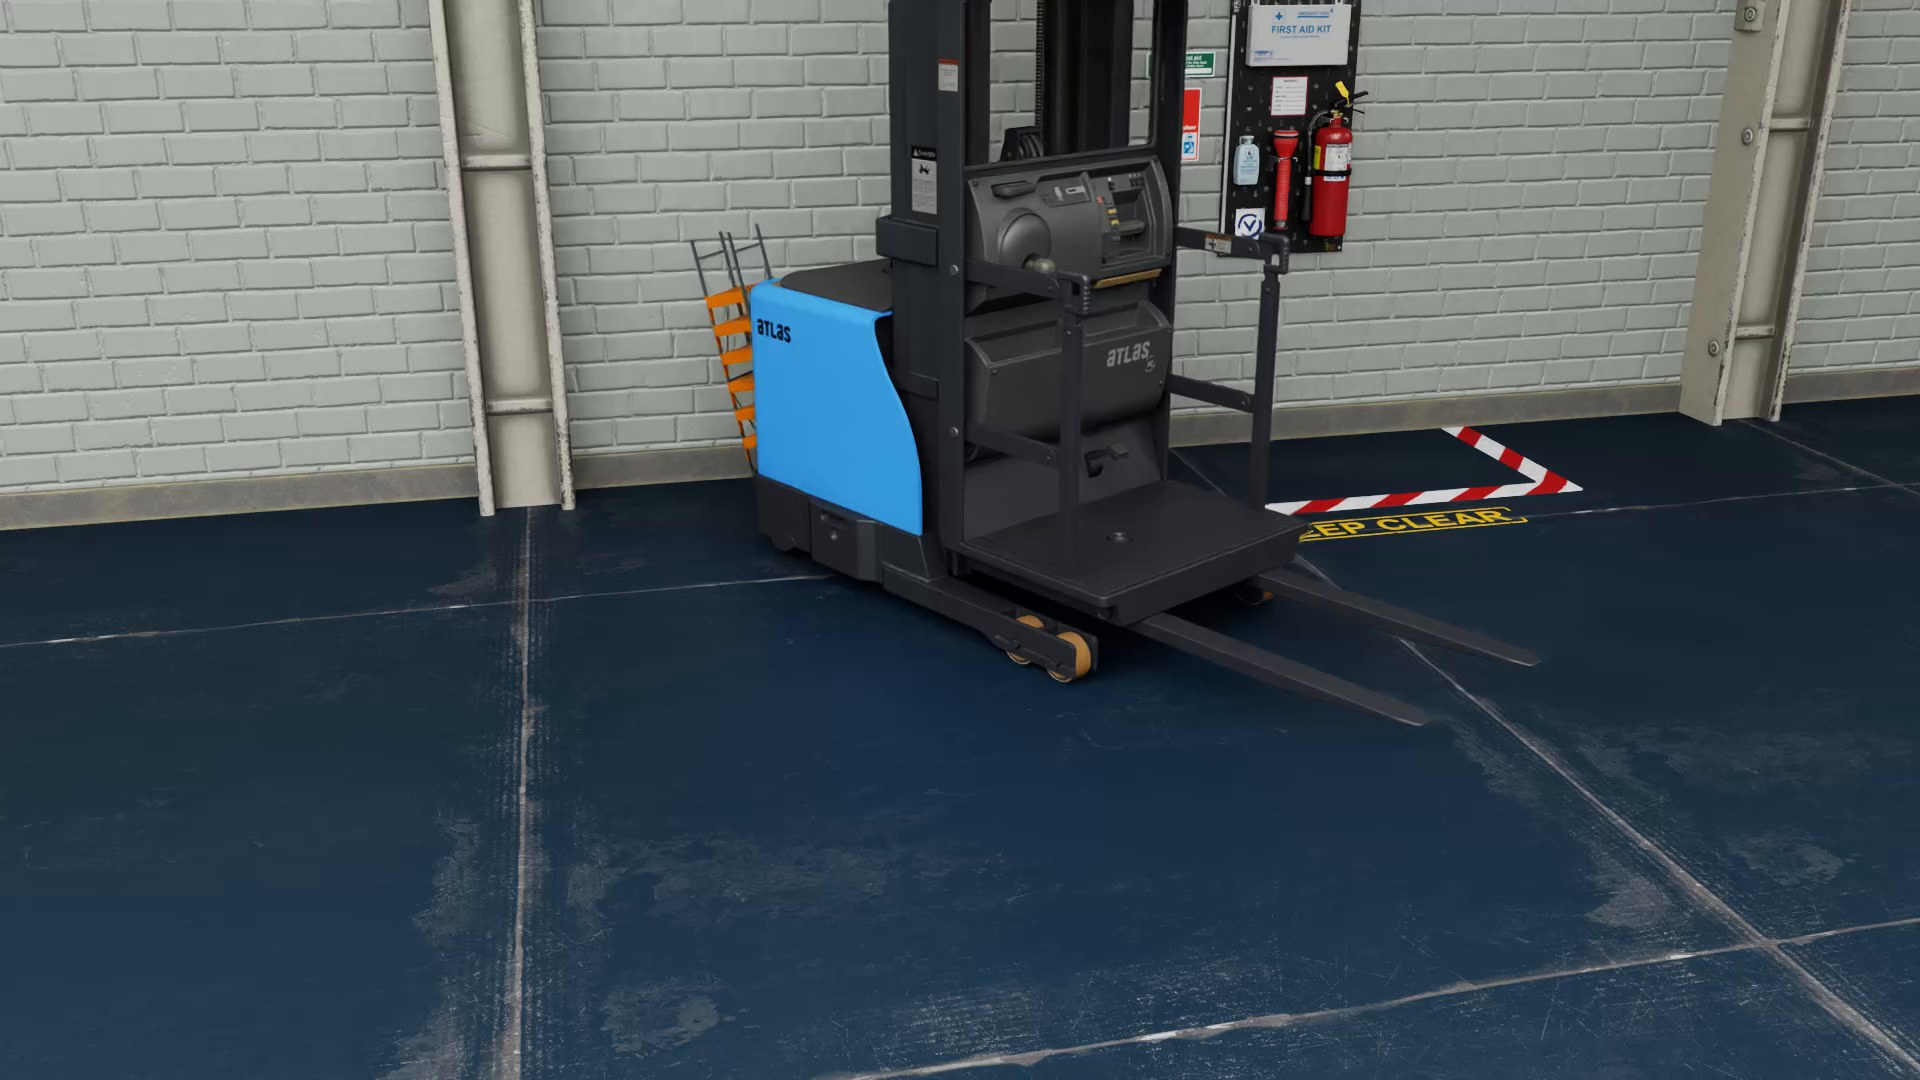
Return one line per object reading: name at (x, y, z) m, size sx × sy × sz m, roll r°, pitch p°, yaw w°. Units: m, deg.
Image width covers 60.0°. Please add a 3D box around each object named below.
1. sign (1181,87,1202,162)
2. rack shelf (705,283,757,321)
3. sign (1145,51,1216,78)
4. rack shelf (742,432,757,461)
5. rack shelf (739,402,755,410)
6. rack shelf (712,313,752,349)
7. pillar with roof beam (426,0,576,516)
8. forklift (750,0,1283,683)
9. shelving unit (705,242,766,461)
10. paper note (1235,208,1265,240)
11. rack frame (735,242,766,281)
sign at (10.192, -0.621, 4.008) m, size 16.451 × 0.391 × 11.513 m, roll -5°, pitch 21°, yaw -12°
rack shelf at (-0.903, -0.994, 6.878) m, size 0.180 × 0.103 × 0.258 m, roll -6°, pitch 16°, yaw 27°
sign at (0.984, -2.124, 7.429) m, size 0.331 × 0.109 × 0.001 m, roll -5°, pitch 21°, yaw -12°
rack shelf at (-0.771, -0.427, 7.022) m, size 0.180 × 0.103 × 0.258 m, roll -6°, pitch 16°, yaw 27°
rack shelf at (-0.803, -0.566, 6.987) m, size 0.171 × 0.034 × 0.221 m, roll -6°, pitch 16°, yaw 27°
rack shelf at (-0.876, -0.881, 6.907) m, size 0.180 × 0.103 × 0.258 m, roll -6°, pitch 16°, yaw 27°
pillar with roof beam at (-0.896, -2.954, 1.795) m, size 0.400 × 9.000 × 9.100 m, roll -5°, pitch 21°, yaw -12°
forklift at (0.536, -1.101, 5.558) m, size 1.130 × 2.935 × 3.031 m, roll -17°, pitch 26°, yaw -39°
shelving unit at (-0.832, -0.696, 6.953) m, size 0.183 × 1.046 × 0.258 m, roll -6°, pitch 16°, yaw 27°
paper note at (1.351, -1.465, 7.735) m, size 0.142 × 0.148 × 0.016 m, roll -5°, pitch 21°, yaw -12°
rack frame at (-0.753, -0.704, 6.911) m, size 0.002 × 1.046 × 0.228 m, roll -6°, pitch 16°, yaw 27°
